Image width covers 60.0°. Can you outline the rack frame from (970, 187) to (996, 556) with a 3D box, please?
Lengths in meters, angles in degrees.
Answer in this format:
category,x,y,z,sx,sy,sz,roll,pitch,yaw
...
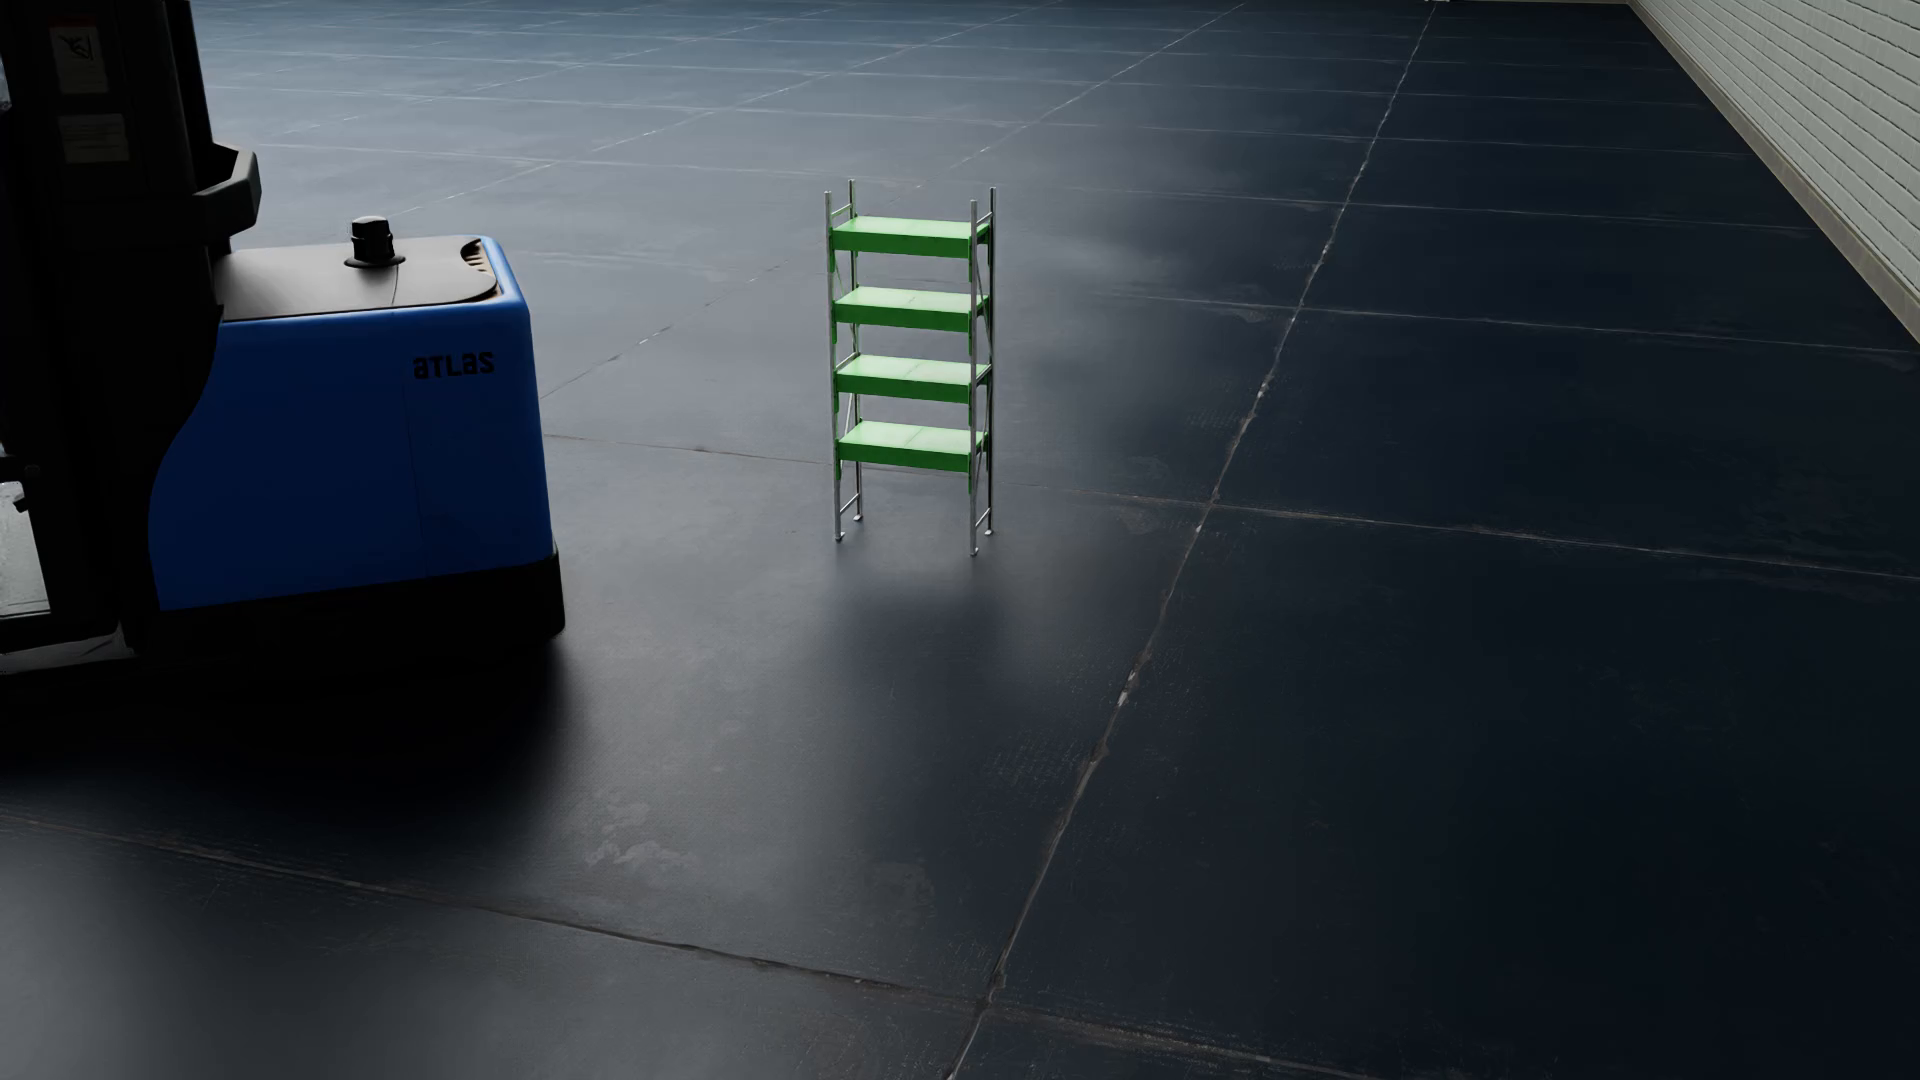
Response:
category,x,y,z,sx,sy,sz,roll,pitch,yaw
rack frame,0.075,-0.547,5.521,0.015,1.200,0.240,7,23,16

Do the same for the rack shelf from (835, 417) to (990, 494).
category,x,y,z,sx,sy,sz,roll,pitch,yaw
rack shelf,-0.158,-0.292,5.702,0.480,0.148,0.258,7,23,16

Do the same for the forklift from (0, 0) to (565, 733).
category,x,y,z,sx,sy,sz,roll,pitch,yaw
forklift,-2.750,-1.000,4.345,3.031,2.935,1.130,-8,24,-18

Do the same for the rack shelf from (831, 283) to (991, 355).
category,x,y,z,sx,sy,sz,roll,pitch,yaw
rack shelf,-0.158,-0.736,5.520,0.480,0.148,0.258,7,23,16

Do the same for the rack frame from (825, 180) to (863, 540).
category,x,y,z,sx,sy,sz,roll,pitch,yaw
rack frame,-0.392,-0.600,5.652,0.015,1.200,0.240,7,23,16

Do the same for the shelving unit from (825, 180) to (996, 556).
category,x,y,z,sx,sy,sz,roll,pitch,yaw
shelving unit,-0.158,-0.573,5.587,0.503,1.200,0.258,7,23,16

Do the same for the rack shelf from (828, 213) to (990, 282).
category,x,y,z,sx,sy,sz,roll,pitch,yaw
rack shelf,-0.158,-0.958,5.429,0.480,0.148,0.258,7,23,16

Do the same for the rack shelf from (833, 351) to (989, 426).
category,x,y,z,sx,sy,sz,roll,pitch,yaw
rack shelf,-0.158,-0.514,5.611,0.480,0.148,0.258,7,23,16
